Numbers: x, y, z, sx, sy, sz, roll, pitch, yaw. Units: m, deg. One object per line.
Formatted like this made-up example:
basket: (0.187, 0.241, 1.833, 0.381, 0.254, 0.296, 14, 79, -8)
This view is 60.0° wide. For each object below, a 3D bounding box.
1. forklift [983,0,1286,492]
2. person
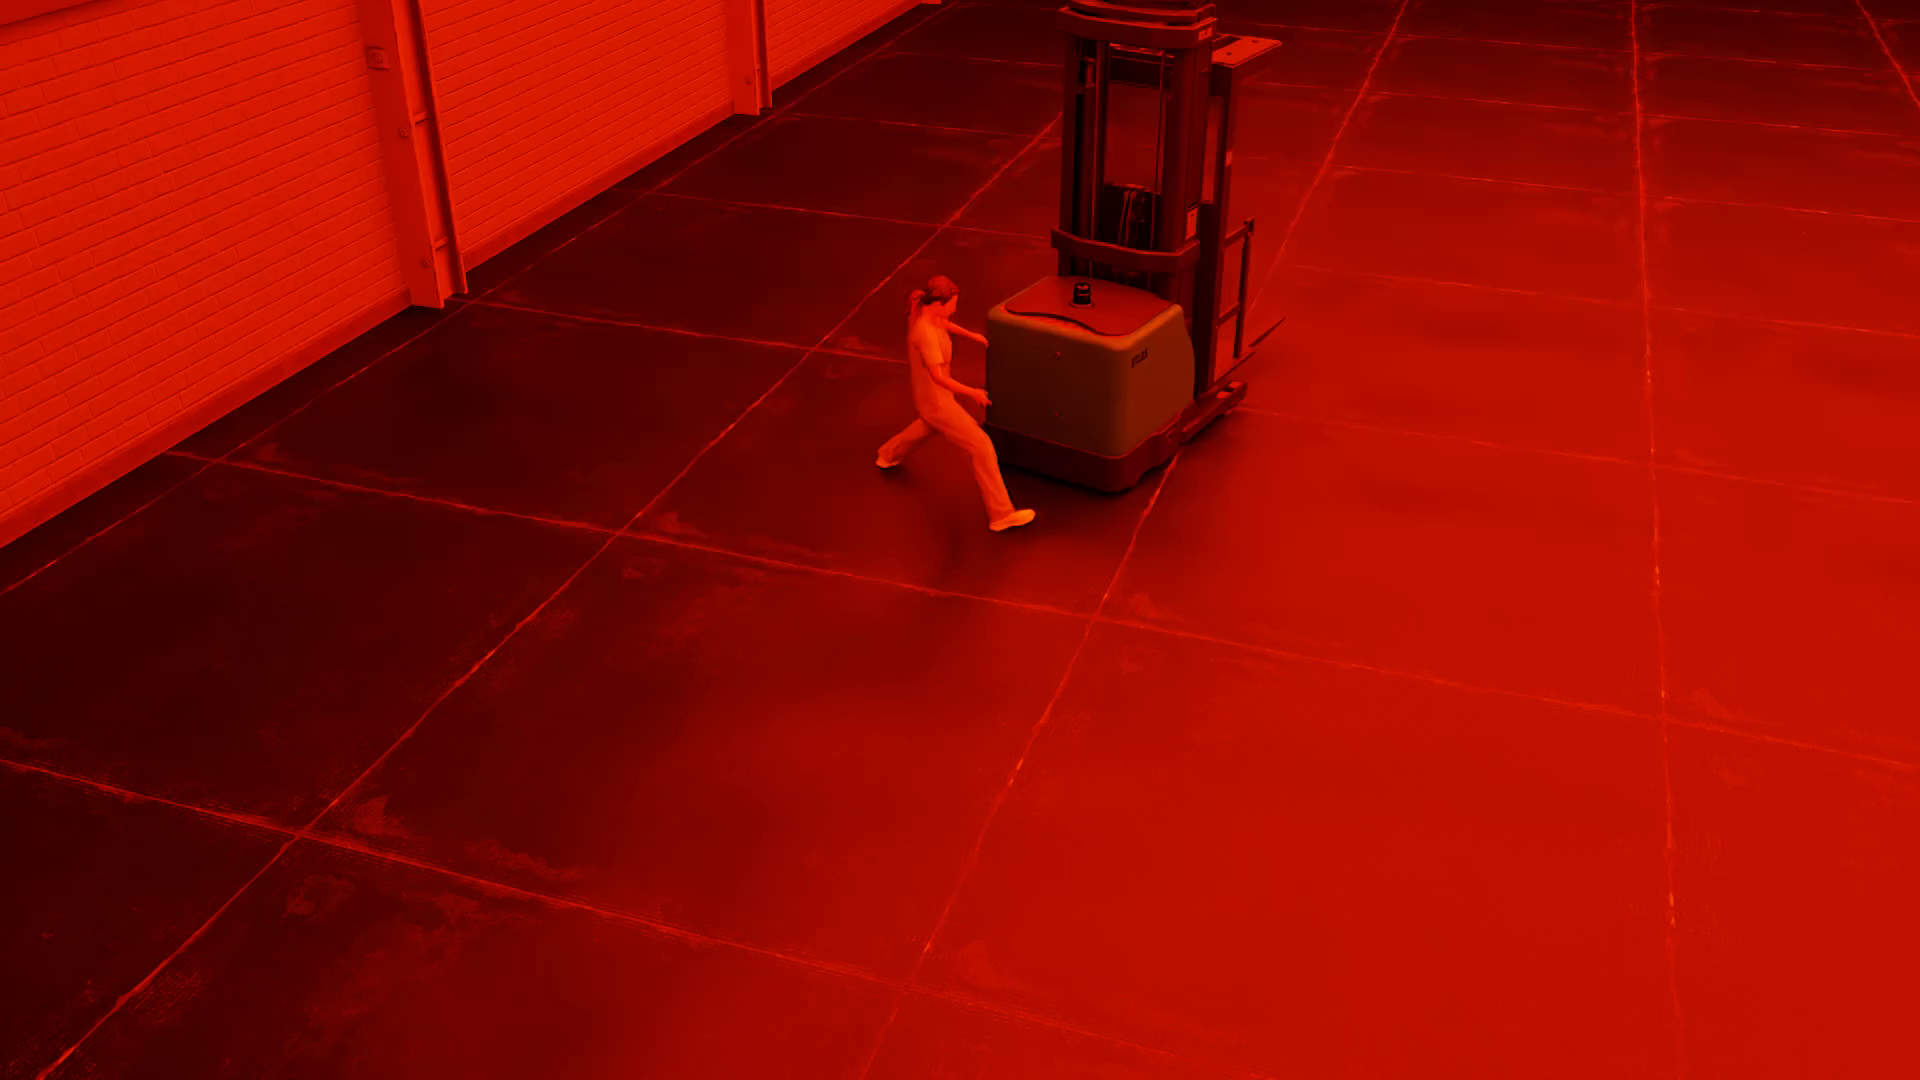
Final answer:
forklift: (1.377, -2.263, 11.106, 1.130, 2.935, 3.031, 18, 34, 28)
person: (-0.046, -0.936, 10.256, 0.961, 1.503, 1.099, -2, 30, -4)
